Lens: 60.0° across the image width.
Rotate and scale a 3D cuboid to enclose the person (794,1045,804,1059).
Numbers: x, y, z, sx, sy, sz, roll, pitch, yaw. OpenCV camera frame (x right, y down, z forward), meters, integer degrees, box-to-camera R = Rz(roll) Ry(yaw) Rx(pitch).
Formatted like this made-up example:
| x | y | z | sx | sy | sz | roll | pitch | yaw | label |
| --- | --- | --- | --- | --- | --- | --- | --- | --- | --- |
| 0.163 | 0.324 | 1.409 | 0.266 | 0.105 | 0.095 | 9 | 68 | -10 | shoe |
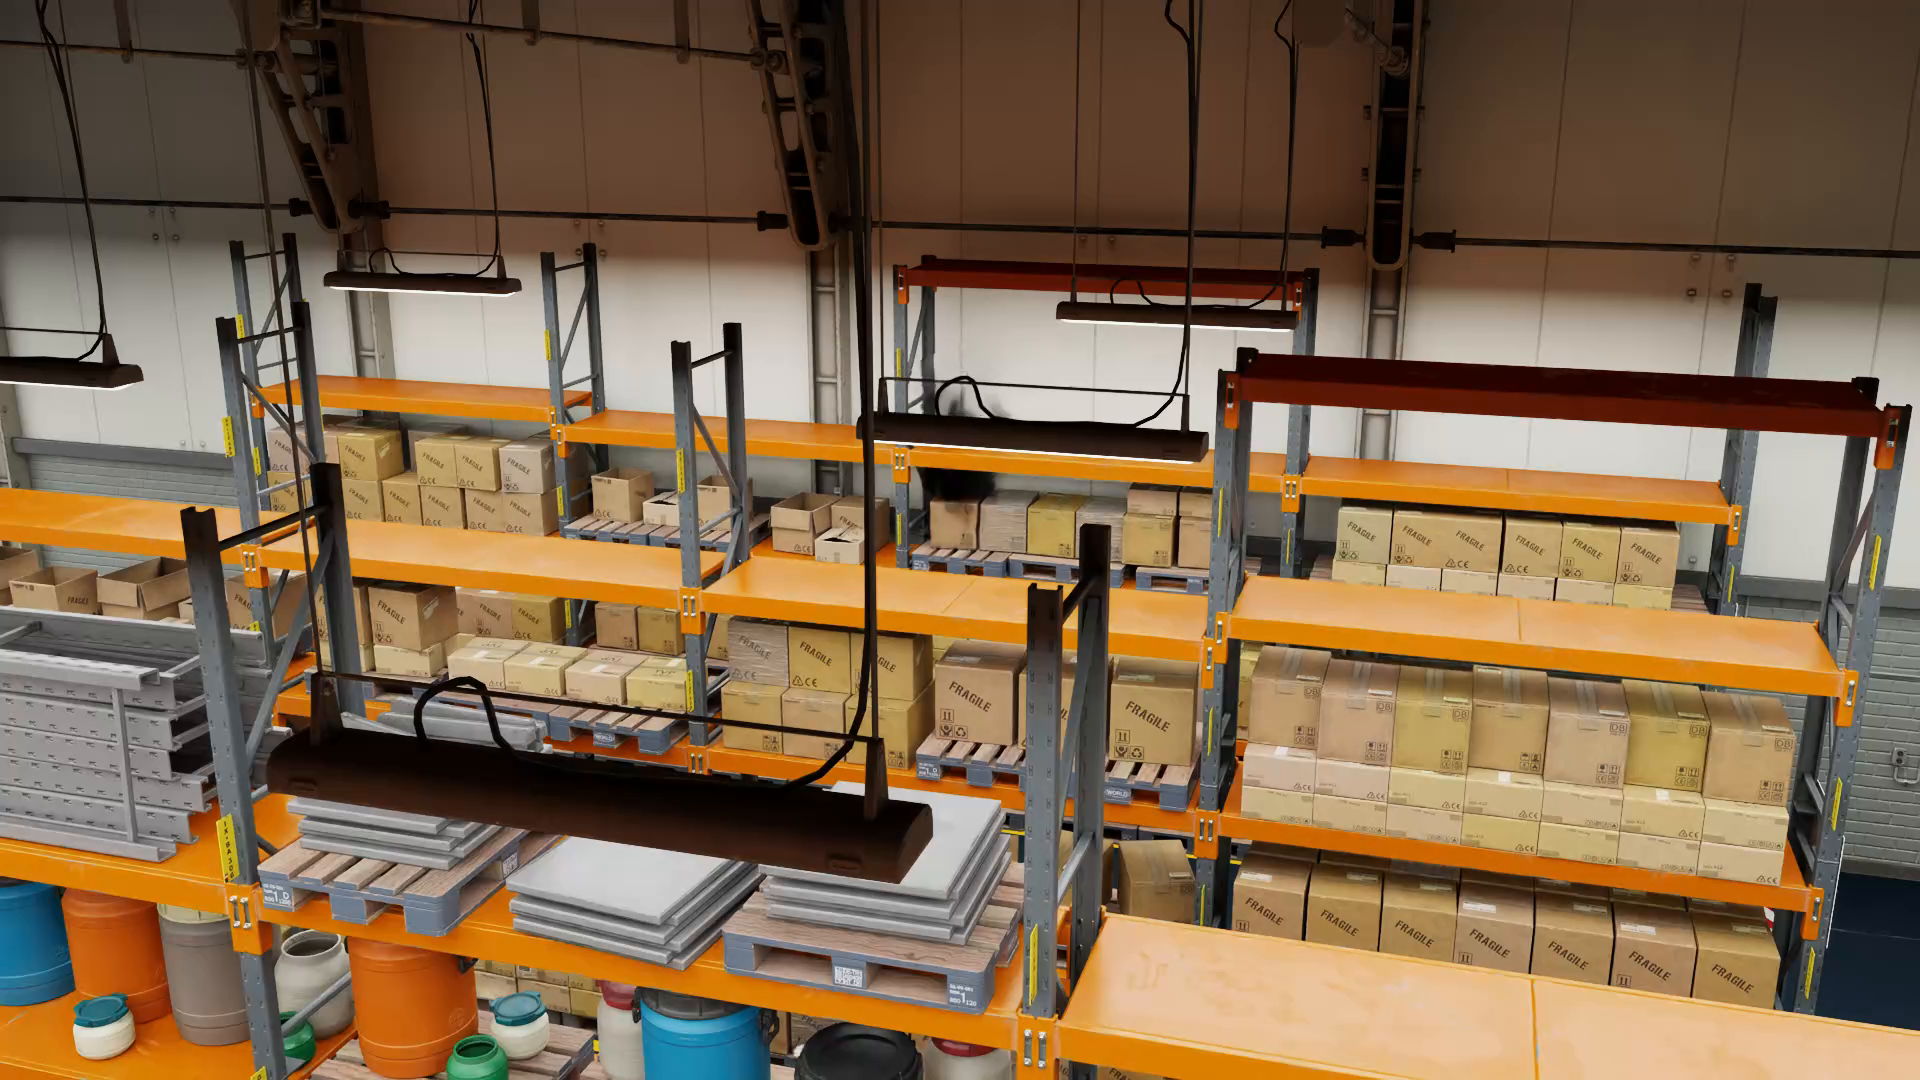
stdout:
| x | y | z | sx | sy | sz | roll | pitch | yaw | label |
| --- | --- | --- | --- | --- | --- | --- | --- | --- | --- |
| -0.943 | 4.139 | 11.199 | 0.802 | 1.789 | 0.660 | 1 | 16 | 4 | person |
